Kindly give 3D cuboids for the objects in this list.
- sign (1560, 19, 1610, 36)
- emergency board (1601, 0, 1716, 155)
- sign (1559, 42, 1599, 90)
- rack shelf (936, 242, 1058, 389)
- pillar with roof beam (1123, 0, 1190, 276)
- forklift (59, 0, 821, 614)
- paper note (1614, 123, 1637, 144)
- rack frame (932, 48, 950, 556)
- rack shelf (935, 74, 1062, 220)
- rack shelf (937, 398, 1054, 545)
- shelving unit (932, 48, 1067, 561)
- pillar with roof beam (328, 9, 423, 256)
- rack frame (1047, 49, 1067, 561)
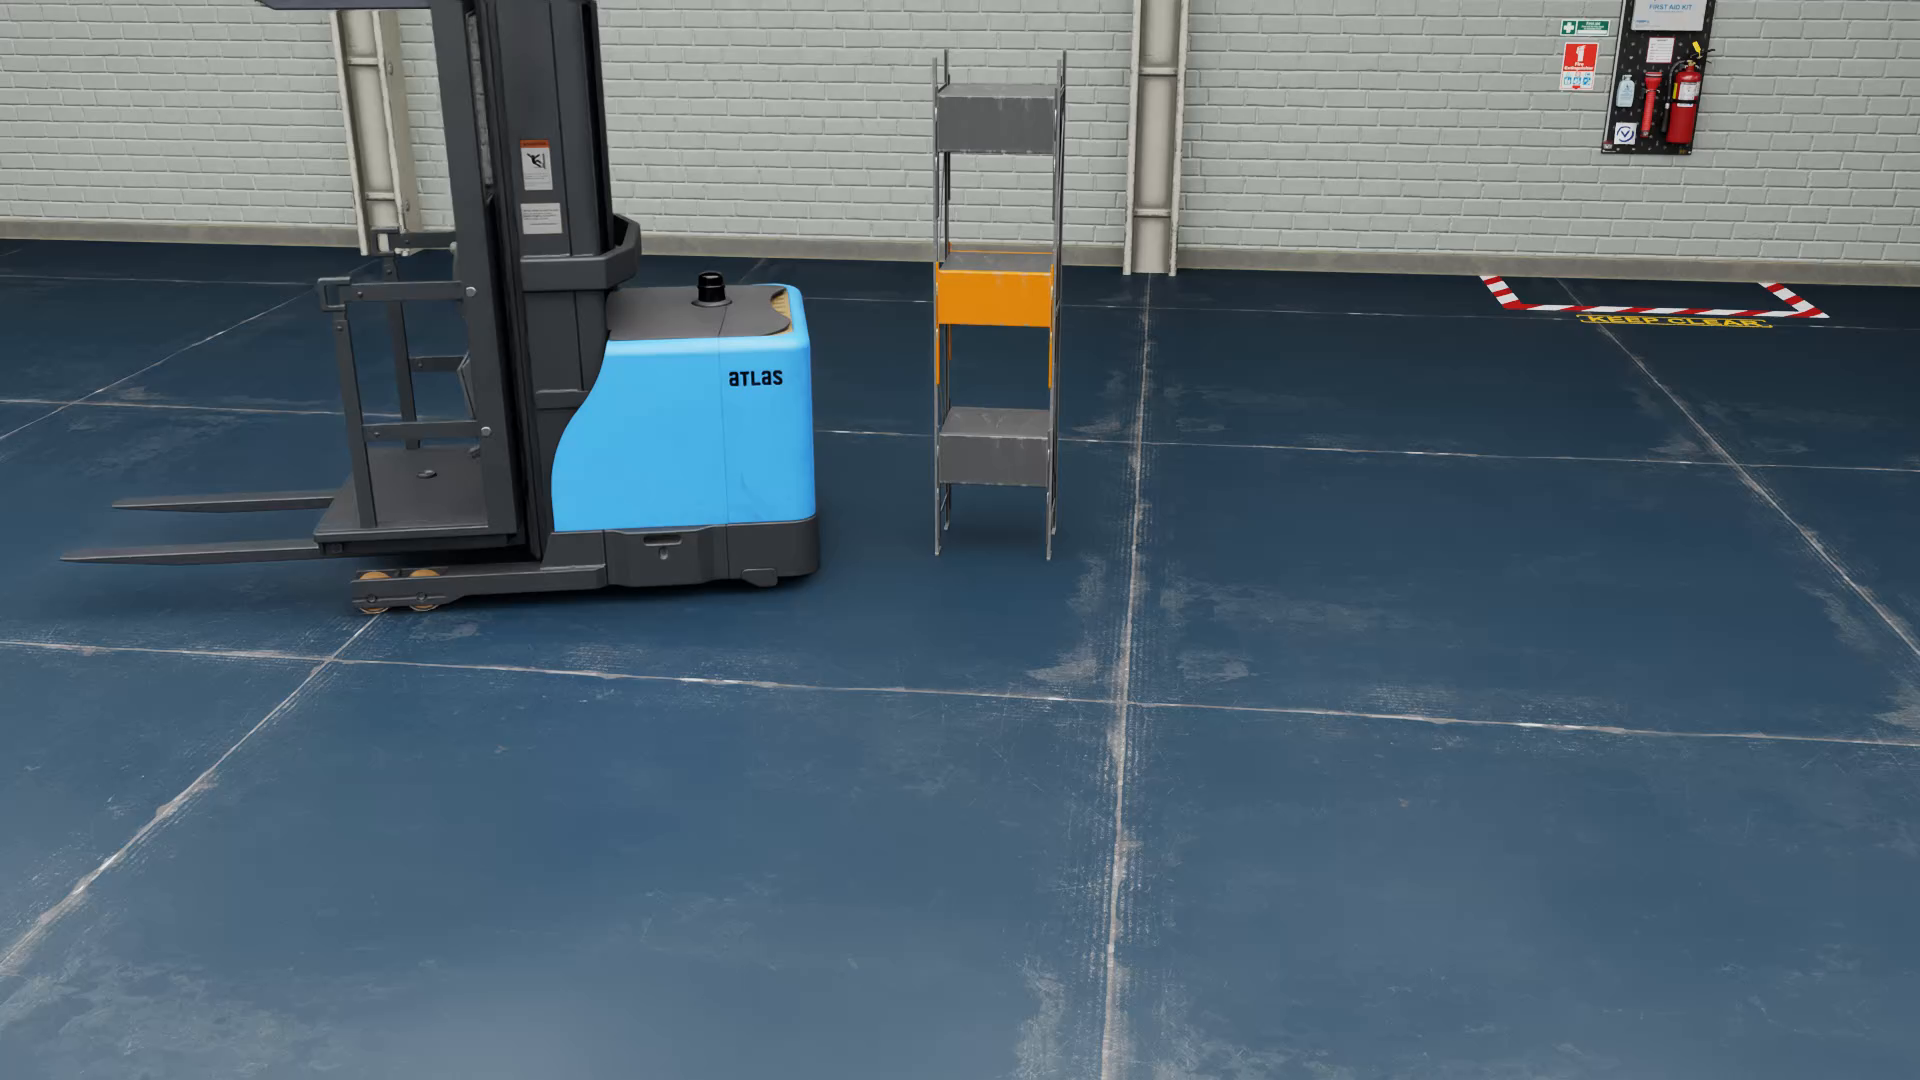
[{"bbox_3d":[4.413,-3.617,11.740,0.331,0.109,0.001,2,22,6],"label":"sign"},{"bbox_3d":[4.947,-3.296,11.697,0.643,1.169,0.194,2,22,6],"label":"emergency board"},{"bbox_3d":[4.410,-3.374,11.846,0.234,0.329,0.001,2,22,6],"label":"sign"},{"bbox_3d":[0.164,-0.957,7.041,0.480,0.518,0.431,2,22,6],"label":"rack shelf"},{"bbox_3d":[0.931,-4.653,6.969,0.400,9.000,9.100,2,22,6],"label":"pillar with roof beam"},{"bbox_3d":[-2.141,-1.272,6.672,3.031,2.935,1.130,-3,22,-7],"label":"forklift"},{"bbox_3d":[4.779,-2.919,11.942,0.142,0.148,0.016,2,22,6],"label":"paper note"},{"bbox_3d":[-0.078,-0.980,7.062,0.015,2.100,0.400,2,22,6],"label":"rack frame"},{"bbox_3d":[0.164,-1.608,6.783,0.480,0.518,0.431,2,22,6],"label":"rack shelf"},{"bbox_3d":[0.164,-0.306,7.298,0.480,0.518,0.431,2,22,6],"label":"rack shelf"},{"bbox_3d":[0.164,-0.969,7.036,0.503,2.100,0.431,2,22,6],"label":"shelving unit"},{"bbox_3d":[-5.027,-4.912,7.626,0.400,9.000,9.100,2,22,6],"label":"pillar with roof beam"},{"bbox_3d":[0.407,-0.959,7.009,0.015,2.100,0.400,2,22,6],"label":"rack frame"}]
